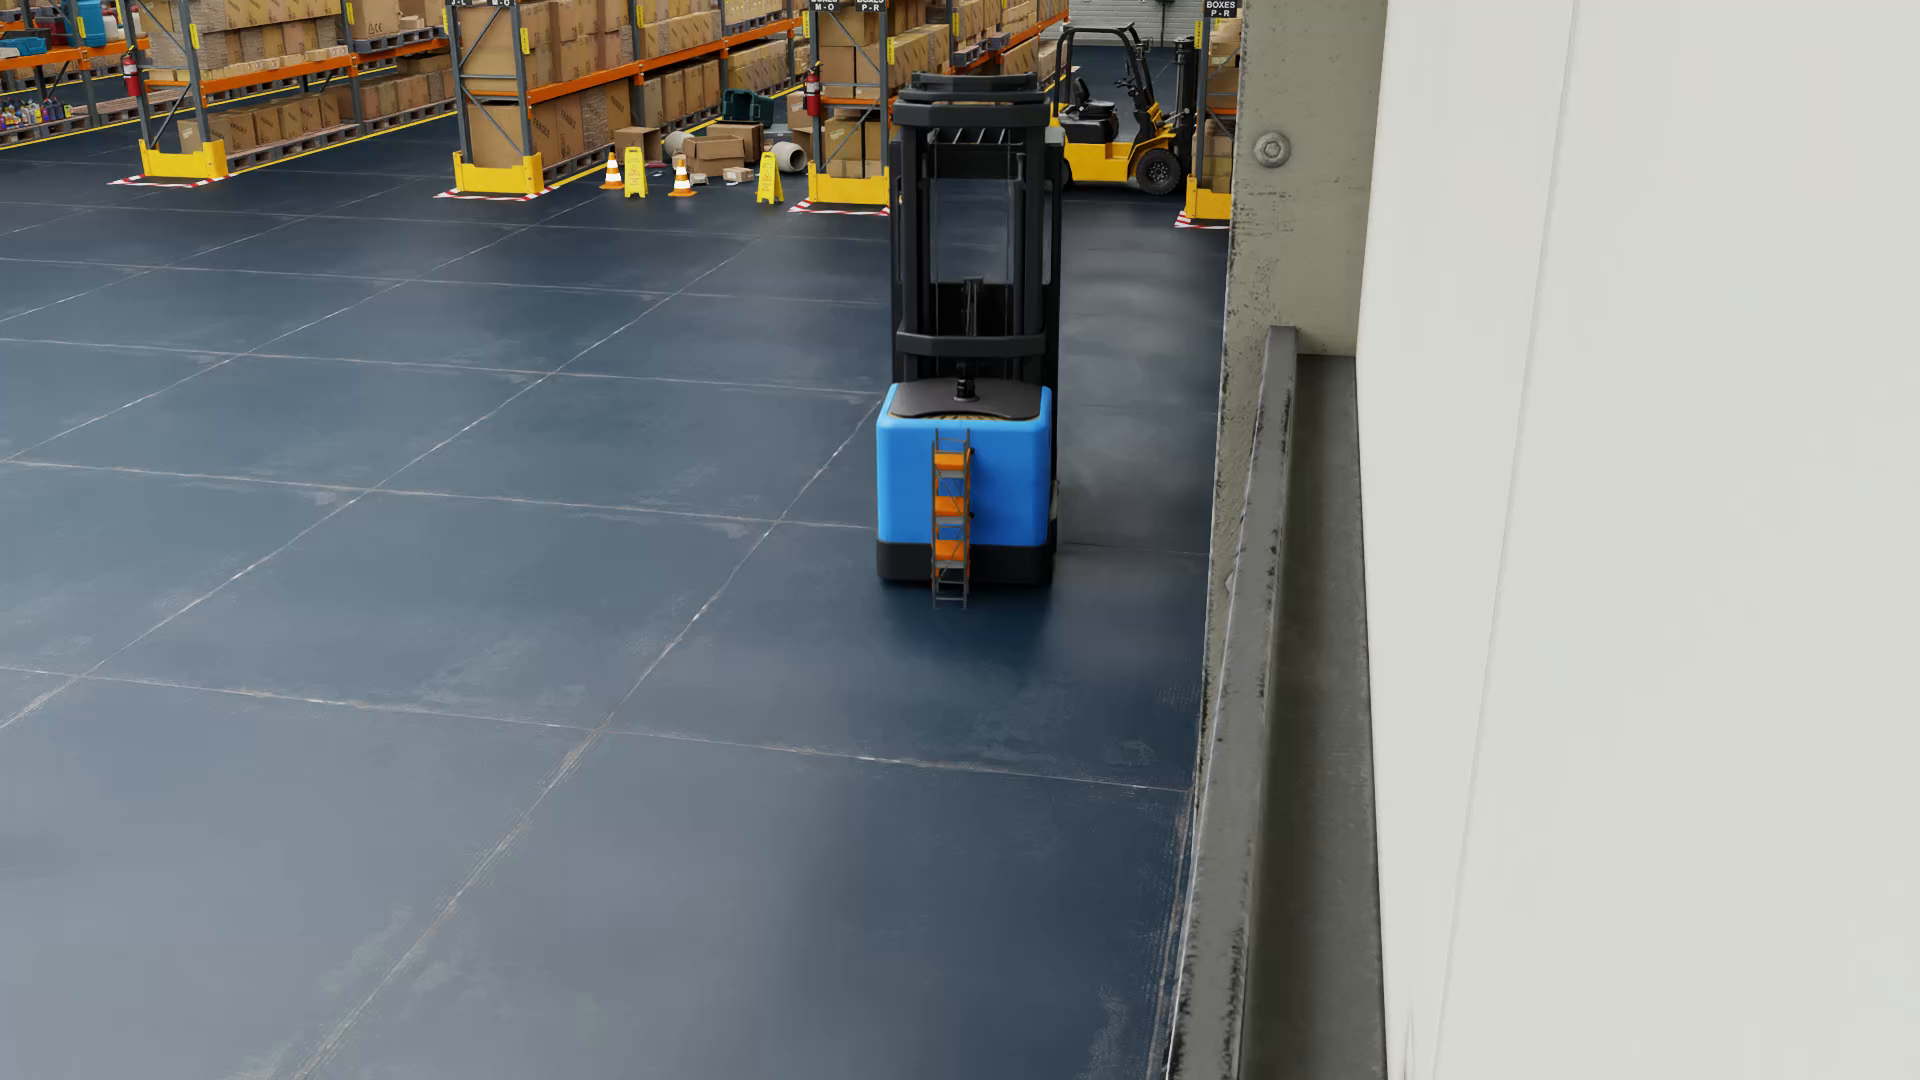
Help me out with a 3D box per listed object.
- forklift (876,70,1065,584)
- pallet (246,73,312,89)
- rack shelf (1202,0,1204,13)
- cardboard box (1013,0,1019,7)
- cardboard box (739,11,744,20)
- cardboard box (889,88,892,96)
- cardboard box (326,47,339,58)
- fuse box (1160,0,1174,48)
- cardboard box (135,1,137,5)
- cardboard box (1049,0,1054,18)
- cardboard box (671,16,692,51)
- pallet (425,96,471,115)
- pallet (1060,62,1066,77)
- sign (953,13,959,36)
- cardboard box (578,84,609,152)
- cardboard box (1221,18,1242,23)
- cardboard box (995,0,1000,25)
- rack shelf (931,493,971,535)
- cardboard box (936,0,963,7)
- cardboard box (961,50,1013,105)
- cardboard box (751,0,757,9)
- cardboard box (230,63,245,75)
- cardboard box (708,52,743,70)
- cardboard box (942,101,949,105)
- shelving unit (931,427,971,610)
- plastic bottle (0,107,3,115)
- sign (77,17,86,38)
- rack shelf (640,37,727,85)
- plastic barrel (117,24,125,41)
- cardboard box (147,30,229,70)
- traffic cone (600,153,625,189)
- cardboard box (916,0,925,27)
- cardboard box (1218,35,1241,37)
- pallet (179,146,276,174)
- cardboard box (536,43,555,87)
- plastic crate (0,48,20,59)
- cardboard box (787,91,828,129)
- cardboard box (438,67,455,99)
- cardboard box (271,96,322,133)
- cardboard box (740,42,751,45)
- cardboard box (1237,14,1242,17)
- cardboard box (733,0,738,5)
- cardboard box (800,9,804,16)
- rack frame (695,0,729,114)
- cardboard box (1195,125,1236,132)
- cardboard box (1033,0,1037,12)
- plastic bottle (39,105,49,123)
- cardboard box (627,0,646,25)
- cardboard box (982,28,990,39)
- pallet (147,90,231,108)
[{"bbox_3d":[0.118,-1.605,10.929,1.130,2.935,3.031,2,22,4],"label":"forklift"},{"bbox_3d":[-13.962,-9.350,33.801,1.003,0.211,1.213,4,22,11],"label":"pallet"},{"bbox_3d":[3.852,-7.260,21.828,1.077,0.370,4.000,4,22,11],"label":"rack shelf"},{"bbox_3d":[0.769,-9.816,29.754,0.500,0.500,0.500,5,22,12],"label":"cardboard box"},{"bbox_3d":[-4.198,-9.636,30.554,0.380,0.149,0.250,5,23,13],"label":"cardboard box"},{"bbox_3d":[-1.106,-5.934,21.922,0.380,0.149,0.250,5,22,12],"label":"cardboard box"},{"bbox_3d":[-10.118,-7.758,26.453,0.380,0.149,0.250,4,22,11],"label":"cardboard box"},{"bbox_3d":[5.003,-12.953,40.739,0.539,1.711,0.414,4,22,11],"label":"fuse box"},{"bbox_3d":[-17.995,-11.961,36.418,0.500,0.500,0.500,5,22,12],"label":"cardboard box"},{"bbox_3d":[1.599,-10.800,33.535,0.500,0.500,0.500,5,22,11],"label":"cardboard box"},{"bbox_3d":[-4.785,-8.423,27.632,0.500,0.500,0.500,5,22,12],"label":"cardboard box"},{"bbox_3d":[-9.646,-7.950,30.326,1.003,0.211,1.213,4,22,11],"label":"pallet"},{"bbox_3d":[1.762,-10.108,35.683,1.003,0.211,1.213,4,22,11],"label":"pallet"},{"bbox_3d":[-0.067,-7.674,24.749,0.100,0.325,0.005,4,22,11],"label":"sign"},{"bbox_3d":[-5.843,-6.306,24.793,0.875,0.875,0.875,5,22,11],"label":"cardboard box"},{"bbox_3d":[3.905,-7.325,23.641,0.380,0.149,0.250,5,22,12],"label":"cardboard box"},{"bbox_3d":[0.396,-8.966,28.020,0.500,0.500,0.500,4,22,9],"label":"cardboard box"},{"bbox_3d":[-0.053,-0.110,9.764,0.215,0.259,0.240,2,22,4],"label":"rack shelf"},{"bbox_3d":[-0.157,-8.136,25.093,0.380,0.149,0.250,4,22,11],"label":"cardboard box"},{"bbox_3d":[0.439,-8.229,29.569,0.875,0.875,0.875,4,22,10],"label":"cardboard box"},{"bbox_3d":[-4.042,-10.062,31.213,0.380,0.149,0.250,5,23,13],"label":"cardboard box"},{"bbox_3d":[-10.660,-6.846,24.189,0.380,0.149,0.250,4,22,11],"label":"cardboard box"},{"bbox_3d":[-4.272,-8.731,30.313,0.500,0.250,0.500,3,22,8],"label":"cardboard box"},{"bbox_3d":[-0.458,-6.341,24.713,0.500,0.500,0.500,4,22,10],"label":"cardboard box"},{"bbox_3d":[-0.053,-0.120,9.760,0.215,1.050,0.252,2,22,4],"label":"shelving unit"},{"bbox_3d":[-15.753,-6.993,27.280,0.097,0.271,0.097,0,22,0],"label":"plastic bottle"},{"bbox_3d":[-14.614,-8.526,27.654,0.100,0.325,0.005,4,22,11],"label":"sign"},{"bbox_3d":[-5.058,-8.049,27.802,1.077,0.370,4.000,4,22,11],"label":"rack shelf"},{"bbox_3d":[-14.730,-8.852,29.018,0.301,0.262,0.301,0,22,0],"label":"plastic barrel"},{"bbox_3d":[-10.978,-6.987,23.670,0.875,0.500,0.500,4,22,11],"label":"cardboard box"},{"bbox_3d":[-4.784,-5.098,22.906,0.336,0.463,0.334,4,22,11],"label":"traffic cone"},{"bbox_3d":[-0.902,-7.815,24.387,0.700,0.500,0.500,4,22,10],"label":"cardboard box"},{"bbox_3d":[3.481,-6.379,21.292,0.380,0.149,0.250,5,22,11],"label":"cardboard box"},{"bbox_3d":[-10.901,-5.632,24.571,1.003,0.211,1.213,4,22,11],"label":"pallet"},{"bbox_3d":[-6.160,-6.600,23.040,0.875,0.550,0.550,4,22,11],"label":"cardboard box"},{"bbox_3d":[-15.233,-7.709,26.346,0.530,0.136,0.437,4,22,11],"label":"plastic crate"},{"bbox_3d":[-2.348,-6.627,25.641,0.500,0.500,0.500,4,22,11],"label":"cardboard box"},{"bbox_3d":[-9.602,-8.327,30.287,0.700,0.500,0.500,3,22,8],"label":"cardboard box"},{"bbox_3d":[-10.531,-6.748,26.393,0.500,0.500,0.500,12,25,28],"label":"cardboard box"},{"bbox_3d":[-4.349,-9.515,32.259,0.500,0.250,0.500,5,22,12],"label":"cardboard box"},{"bbox_3d":[4.470,-8.177,26.155,0.380,0.149,0.250,5,22,12],"label":"cardboard box"},{"bbox_3d":[-4.259,-9.811,30.190,0.380,0.149,0.250,4,22,11],"label":"cardboard box"},{"bbox_3d":[-3.411,-10.840,34.105,0.380,0.149,0.250,3,22,9],"label":"cardboard box"},{"bbox_3d":[-4.650,-9.114,29.484,1.000,3.000,0.127,4,22,11],"label":"rack frame"},{"bbox_3d":[3.331,-5.234,21.628,0.500,0.250,0.500,5,22,12],"label":"cardboard box"},{"bbox_3d":[1.181,-10.219,31.759,0.500,0.250,0.500,4,22,11],"label":"cardboard box"},{"bbox_3d":[-15.031,-6.998,27.275,0.061,0.283,0.133,6,23,14],"label":"plastic bottle"},{"bbox_3d":[-5.371,-8.344,26.098,0.700,0.500,0.500,4,22,10],"label":"cardboard box"},{"bbox_3d":[0.287,-8.322,27.291,0.380,0.149,0.250,5,22,12],"label":"cardboard box"},{"bbox_3d":[-14.530,-8.333,31.277,1.003,0.211,1.213,4,22,11],"label":"pallet"}]
